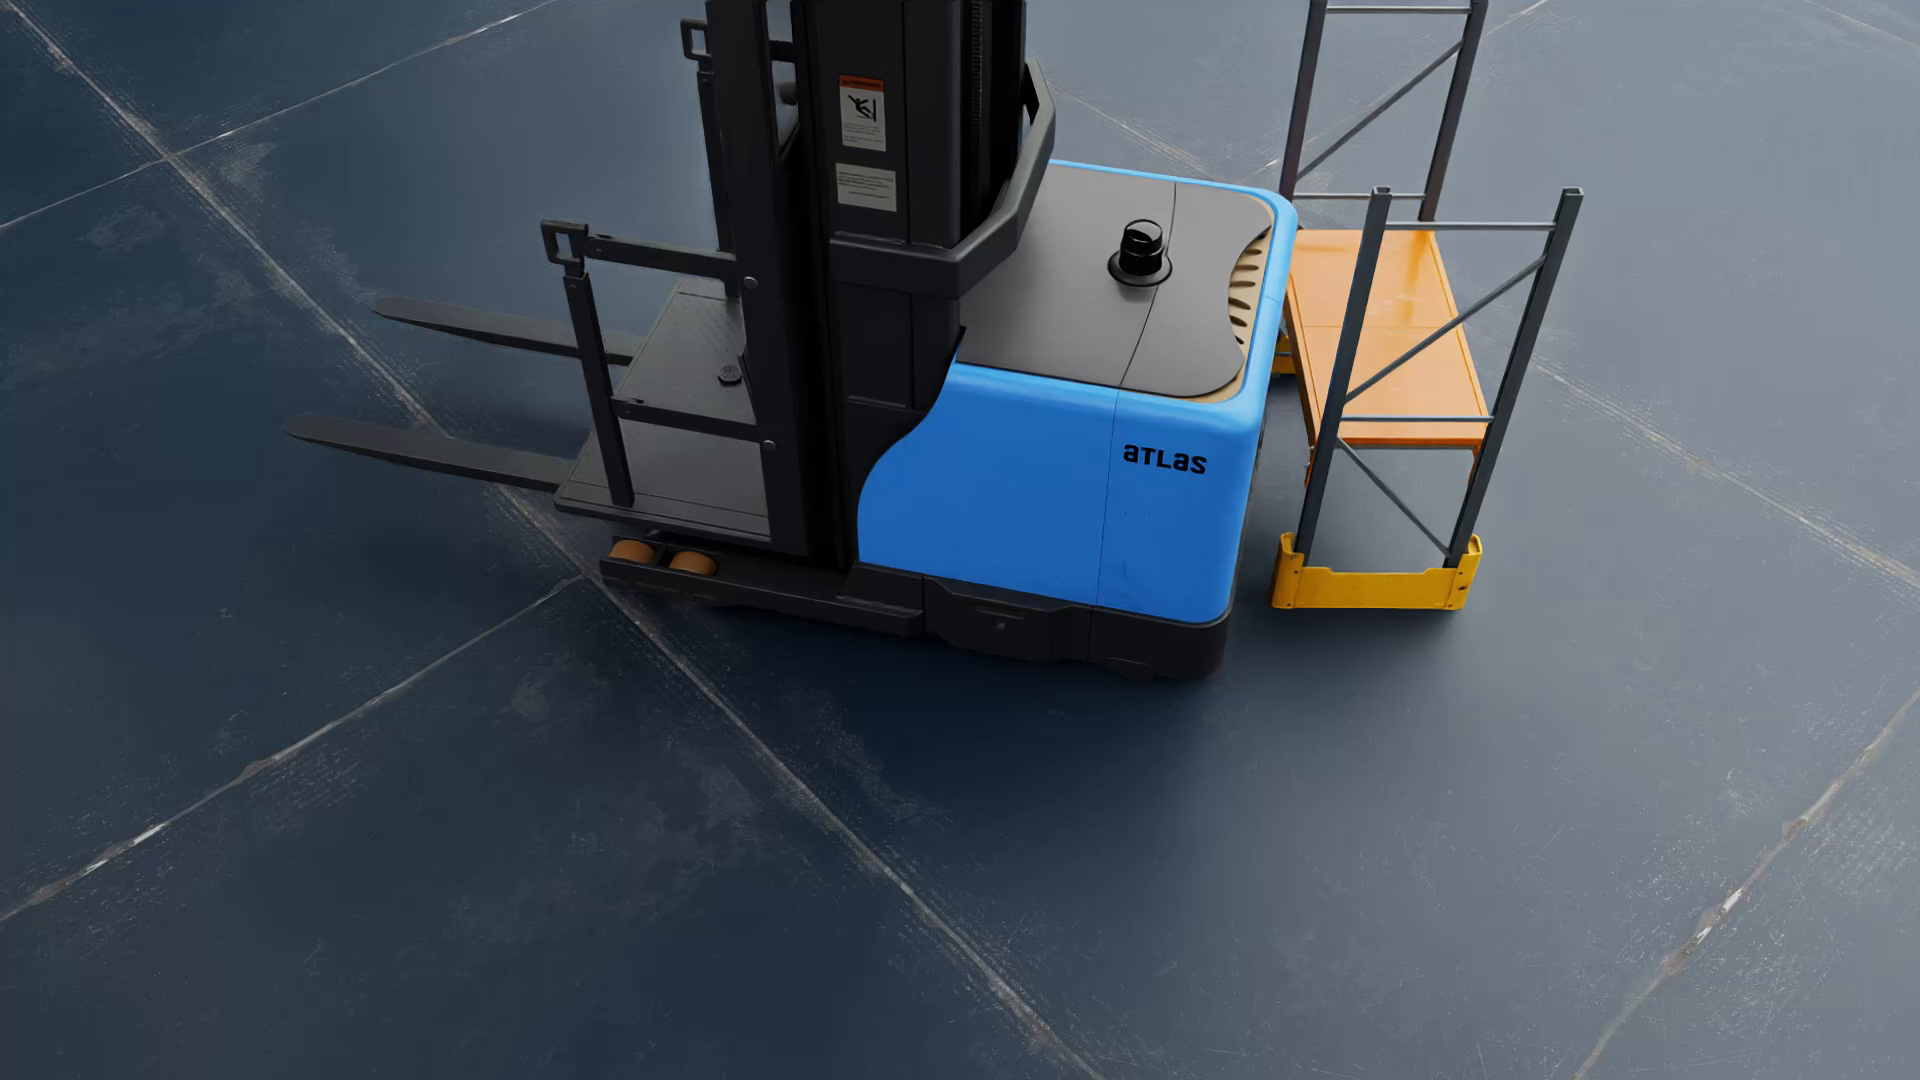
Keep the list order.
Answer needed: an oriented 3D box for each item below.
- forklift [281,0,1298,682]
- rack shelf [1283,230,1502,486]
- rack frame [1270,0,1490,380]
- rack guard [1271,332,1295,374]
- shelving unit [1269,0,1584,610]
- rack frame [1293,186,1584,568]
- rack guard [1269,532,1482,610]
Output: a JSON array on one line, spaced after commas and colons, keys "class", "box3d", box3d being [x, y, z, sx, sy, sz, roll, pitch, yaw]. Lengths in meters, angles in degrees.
[{"class": "forklift", "box3d": [-0.606, -1.166, 4.331, 3.031, 2.935, 1.130, 10, 48, 9]}, {"class": "rack shelf", "box3d": [1.245, -0.579, 5.009, 0.538, 0.185, 1.000, 0, 47, 0]}, {"class": "rack frame", "box3d": [1.250, -1.075, 5.221, 0.500, 1.500, 0.032, 0, 47, 0]}, {"class": "rack guard", "box3d": [1.249, -0.637, 5.667, 0.587, 0.250, 0.087, 0, 47, 0]}, {"class": "shelving unit", "box3d": [1.245, -0.694, 4.870, 0.587, 1.500, 1.083, 0, 47, 0]}, {"class": "rack frame", "box3d": [1.241, -0.328, 4.532, 0.500, 1.500, 0.032, 0, 47, 0]}, {"class": "rack guard", "box3d": [1.241, 0.095, 4.992, 0.587, 0.250, 0.087, 0, 47, 0]}]
